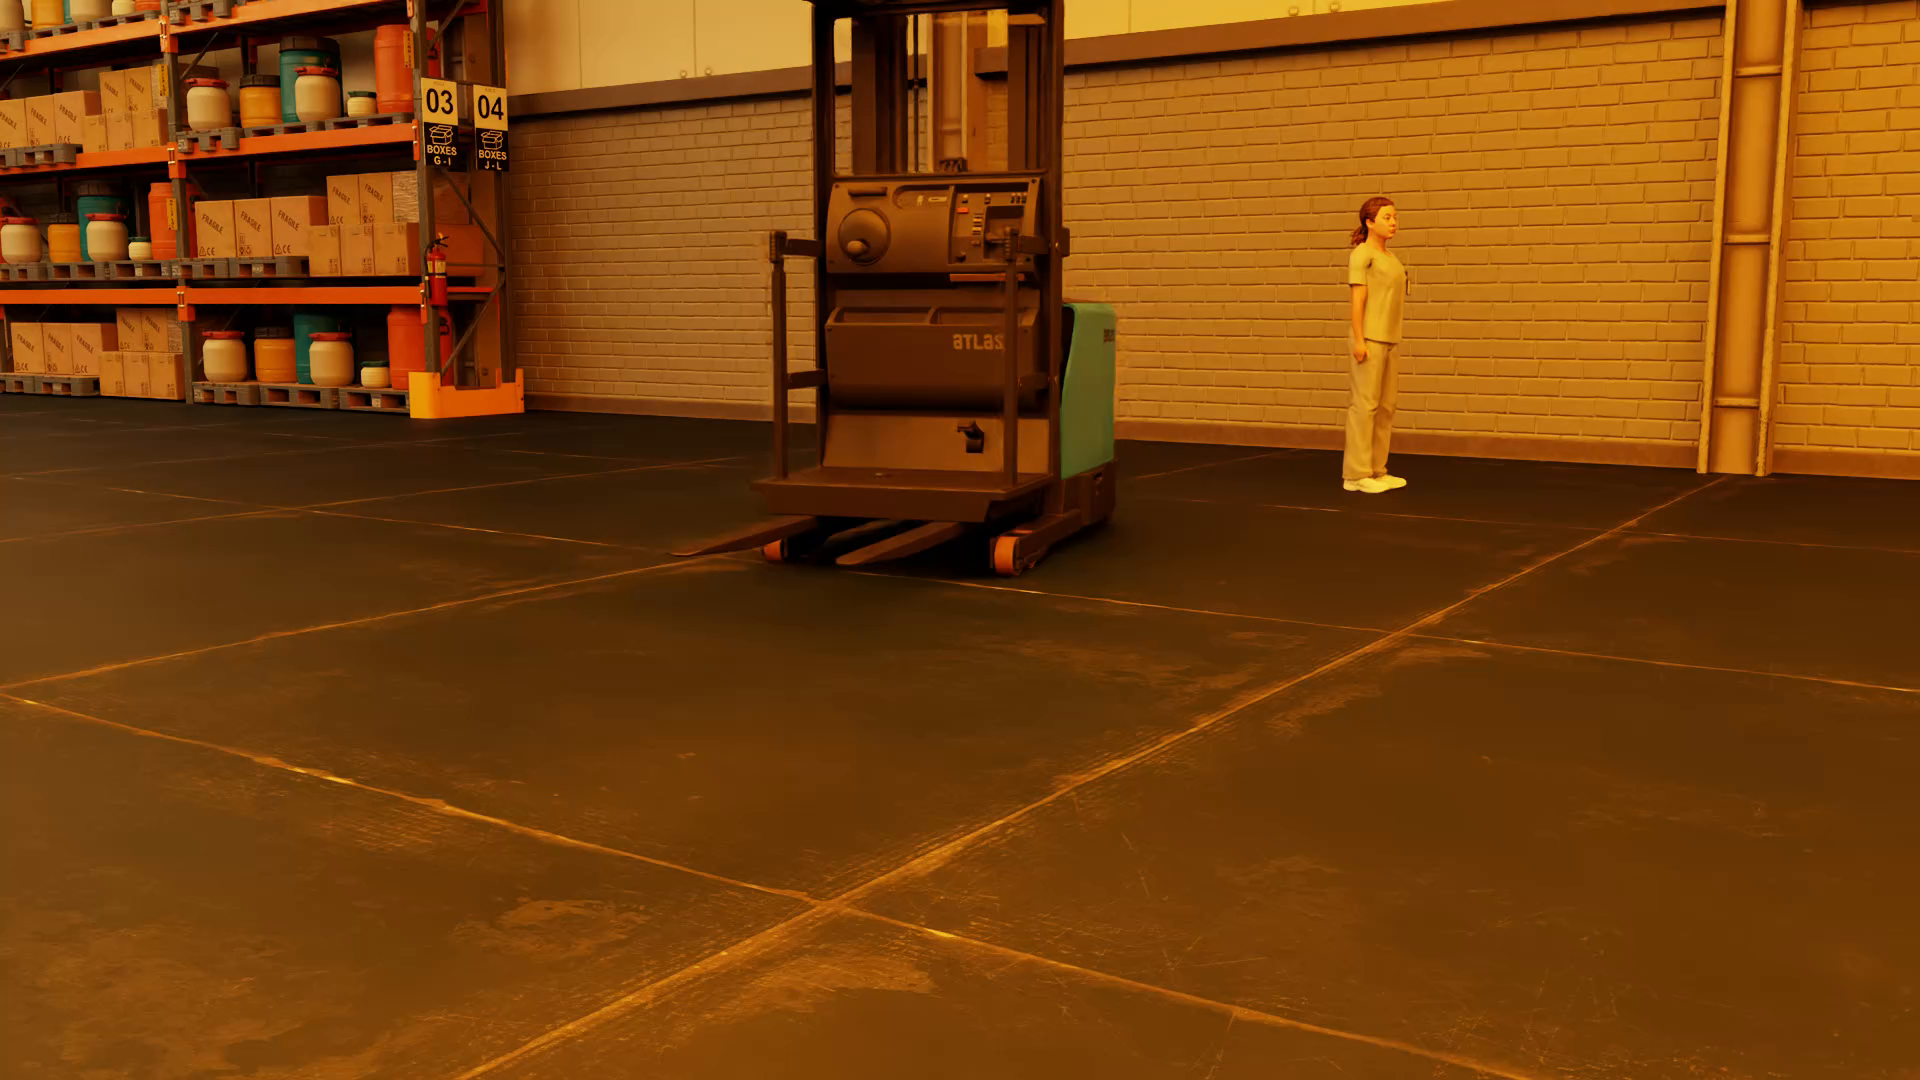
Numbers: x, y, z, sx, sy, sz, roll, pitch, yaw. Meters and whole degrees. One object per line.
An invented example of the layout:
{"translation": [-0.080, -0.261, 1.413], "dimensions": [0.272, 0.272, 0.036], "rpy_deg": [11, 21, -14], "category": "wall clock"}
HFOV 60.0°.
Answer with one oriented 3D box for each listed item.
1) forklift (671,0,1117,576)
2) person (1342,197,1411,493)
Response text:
{"translation": [-0.185, -1.369, 6.817], "dimensions": [1.130, 2.935, 3.031], "rpy_deg": [3, 9, 19], "category": "forklift"}
{"translation": [2.396, -1.125, 9.575], "dimensions": [0.377, 1.674, 0.459], "rpy_deg": [6, 10, 38], "category": "person"}
